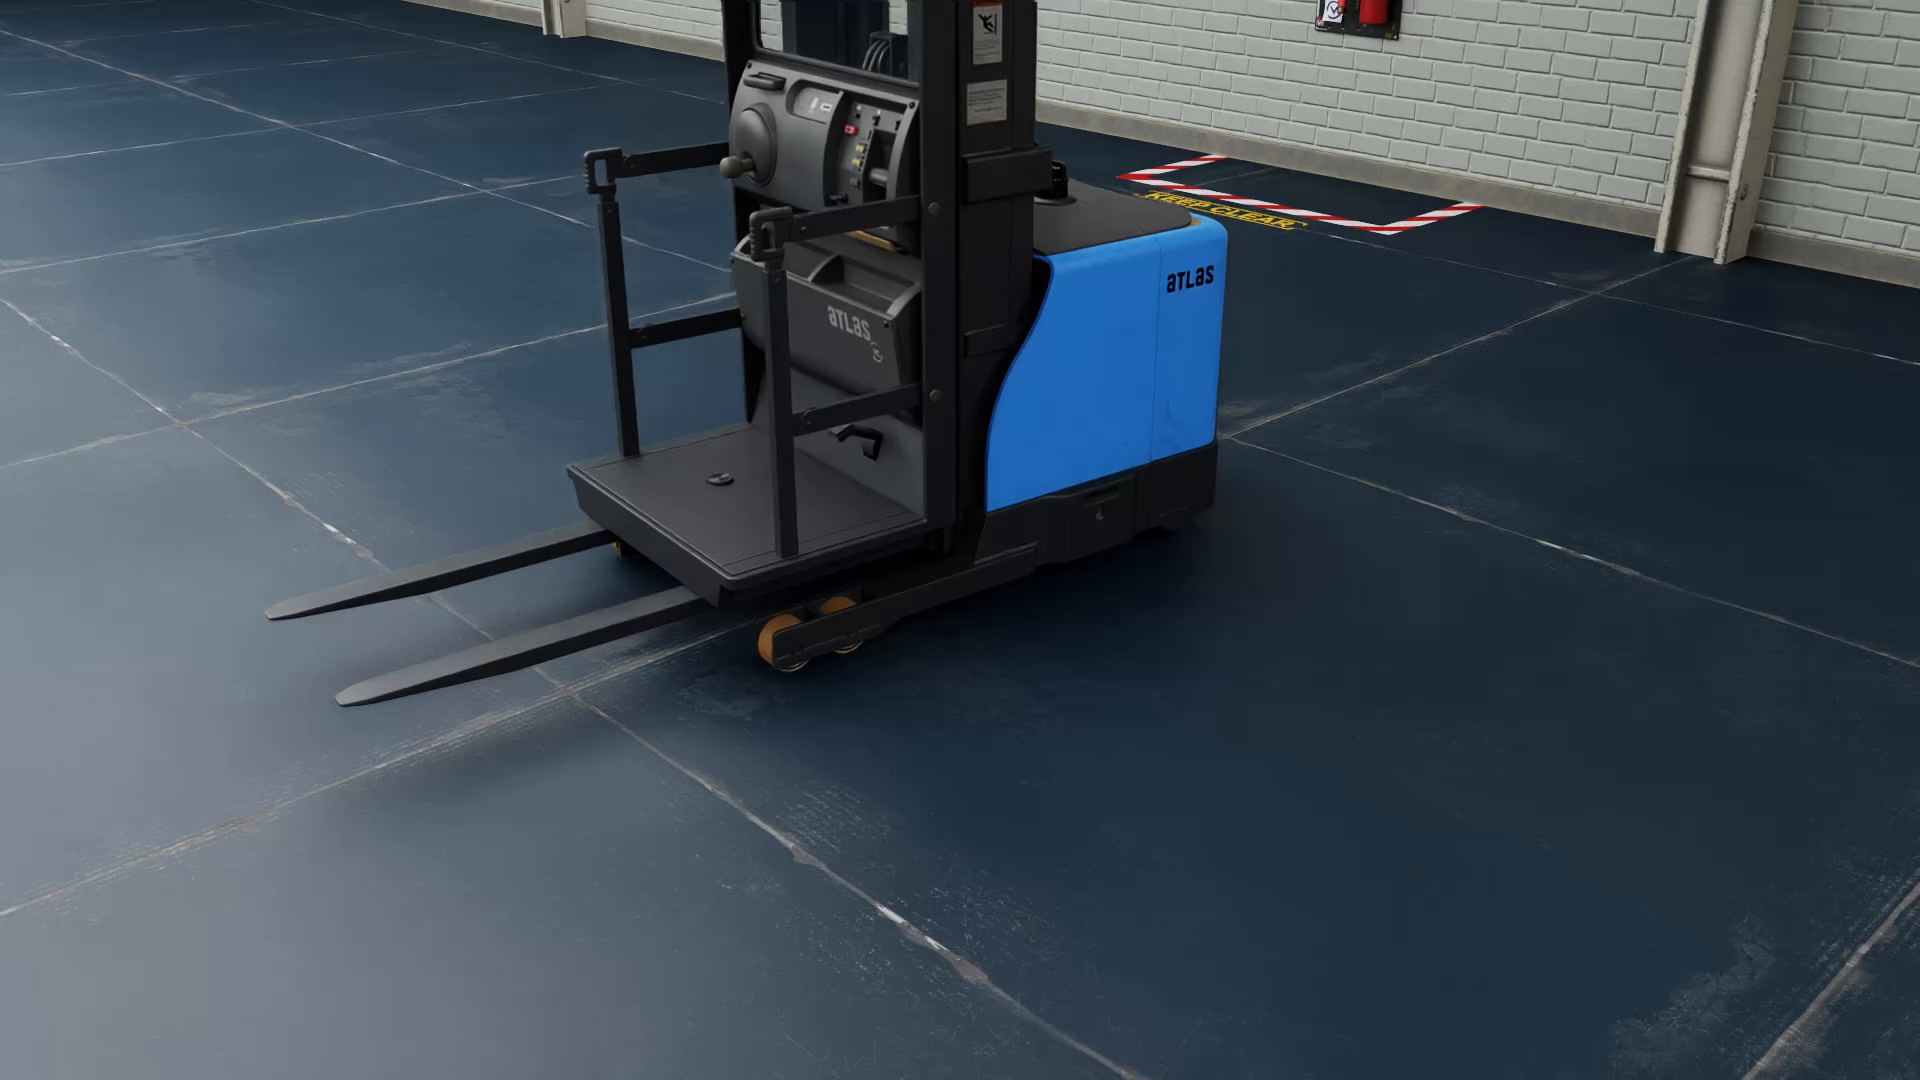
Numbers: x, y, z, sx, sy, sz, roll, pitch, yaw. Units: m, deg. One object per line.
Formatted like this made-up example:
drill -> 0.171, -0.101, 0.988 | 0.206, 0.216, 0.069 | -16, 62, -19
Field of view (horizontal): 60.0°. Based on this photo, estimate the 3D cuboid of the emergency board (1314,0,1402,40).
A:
emergency board -> 2.461, -3.724, 10.298 | 0.194, 1.169, 0.643 | -21, 32, -38

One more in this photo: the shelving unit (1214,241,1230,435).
shelving unit -> 0.798, -0.655, 6.100 | 0.258, 0.900, 0.210 | -17, 30, -33

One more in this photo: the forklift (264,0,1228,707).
forklift -> -0.585, -1.193, 4.833 | 3.031, 2.935, 1.130 | -17, 30, -33

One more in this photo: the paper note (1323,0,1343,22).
paper note -> 2.390, -3.396, 10.641 | 0.016, 0.148, 0.142 | -21, 32, -38

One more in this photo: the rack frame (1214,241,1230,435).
rack frame -> 0.859, -0.621, 6.026 | 0.240, 0.900, 0.006 | -17, 30, -33

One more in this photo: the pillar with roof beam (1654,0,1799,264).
pillar with roof beam -> 0.979, -4.472, 4.711 | 9.100, 9.000, 0.400 | -21, 32, -38

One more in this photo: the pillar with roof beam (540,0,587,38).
pillar with roof beam -> -7.223, -8.108, 12.680 | 9.100, 9.000, 0.400 | -21, 32, -38
